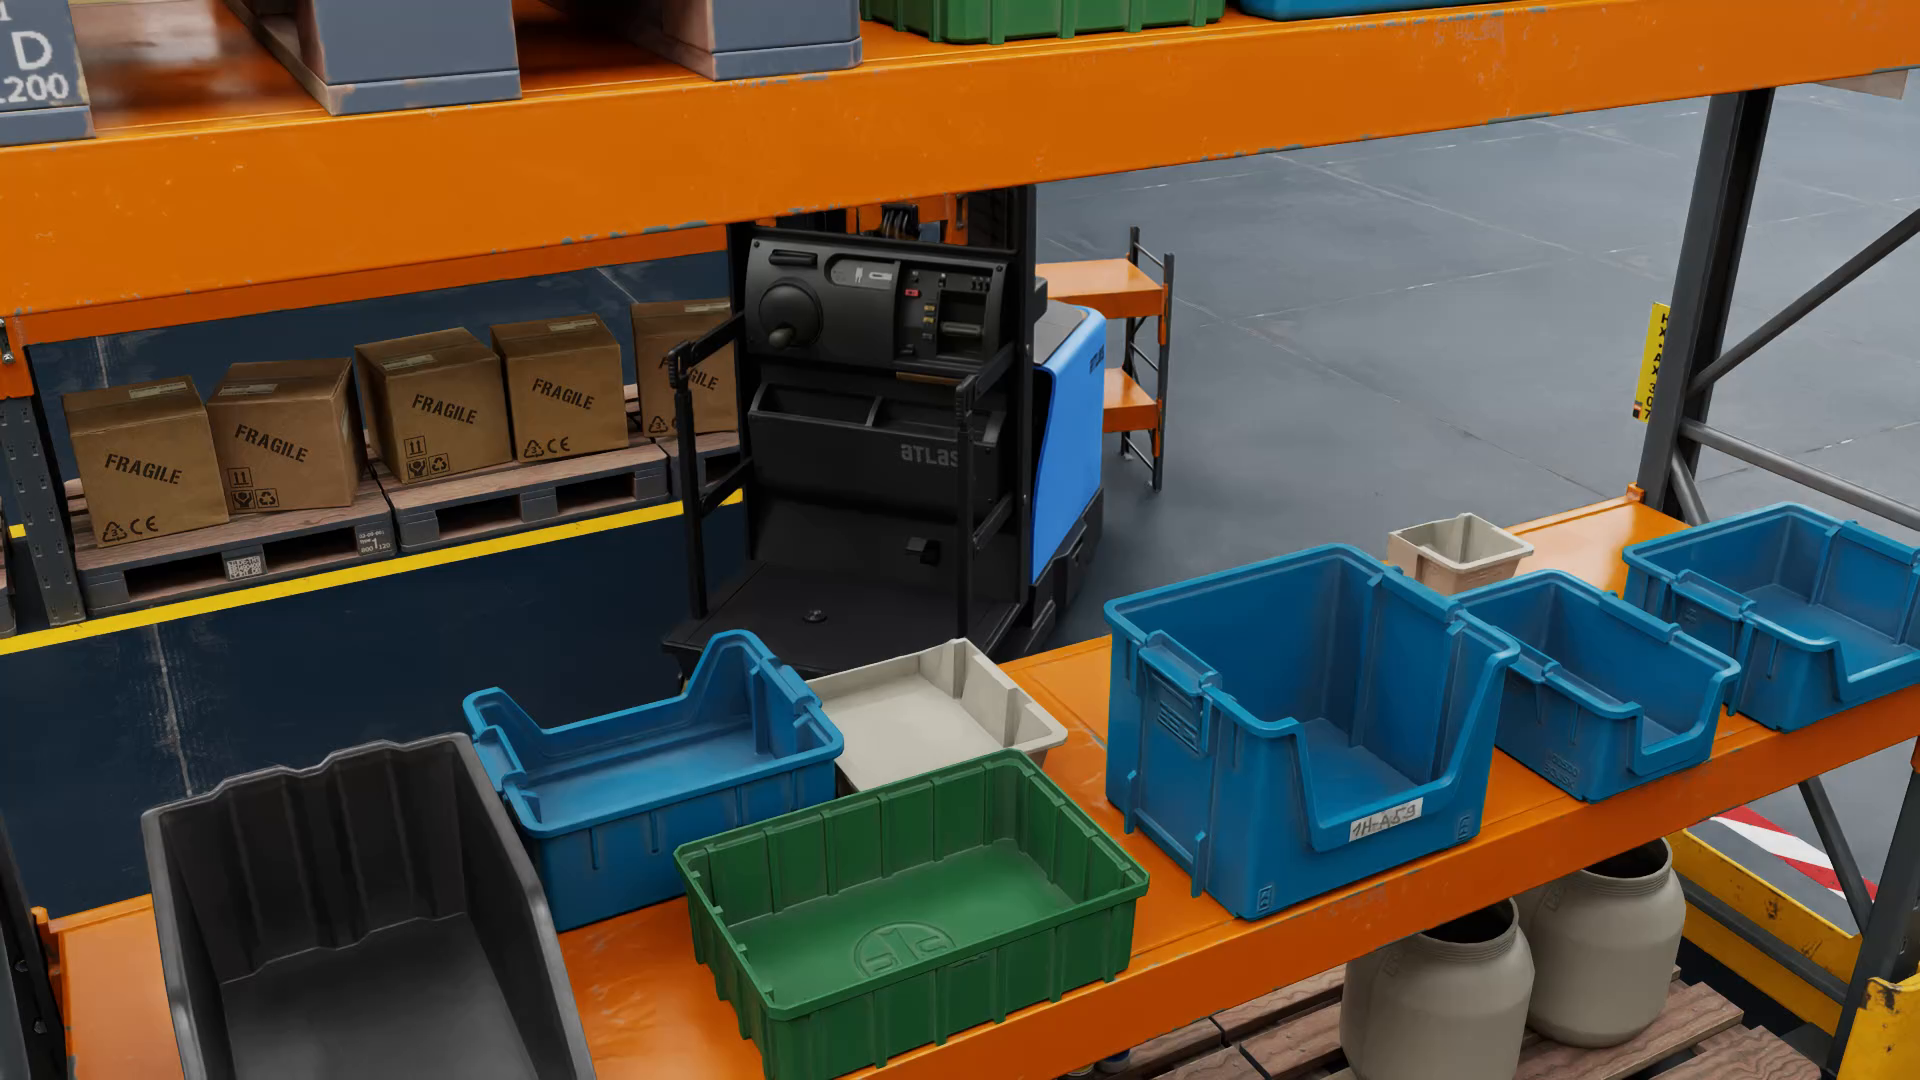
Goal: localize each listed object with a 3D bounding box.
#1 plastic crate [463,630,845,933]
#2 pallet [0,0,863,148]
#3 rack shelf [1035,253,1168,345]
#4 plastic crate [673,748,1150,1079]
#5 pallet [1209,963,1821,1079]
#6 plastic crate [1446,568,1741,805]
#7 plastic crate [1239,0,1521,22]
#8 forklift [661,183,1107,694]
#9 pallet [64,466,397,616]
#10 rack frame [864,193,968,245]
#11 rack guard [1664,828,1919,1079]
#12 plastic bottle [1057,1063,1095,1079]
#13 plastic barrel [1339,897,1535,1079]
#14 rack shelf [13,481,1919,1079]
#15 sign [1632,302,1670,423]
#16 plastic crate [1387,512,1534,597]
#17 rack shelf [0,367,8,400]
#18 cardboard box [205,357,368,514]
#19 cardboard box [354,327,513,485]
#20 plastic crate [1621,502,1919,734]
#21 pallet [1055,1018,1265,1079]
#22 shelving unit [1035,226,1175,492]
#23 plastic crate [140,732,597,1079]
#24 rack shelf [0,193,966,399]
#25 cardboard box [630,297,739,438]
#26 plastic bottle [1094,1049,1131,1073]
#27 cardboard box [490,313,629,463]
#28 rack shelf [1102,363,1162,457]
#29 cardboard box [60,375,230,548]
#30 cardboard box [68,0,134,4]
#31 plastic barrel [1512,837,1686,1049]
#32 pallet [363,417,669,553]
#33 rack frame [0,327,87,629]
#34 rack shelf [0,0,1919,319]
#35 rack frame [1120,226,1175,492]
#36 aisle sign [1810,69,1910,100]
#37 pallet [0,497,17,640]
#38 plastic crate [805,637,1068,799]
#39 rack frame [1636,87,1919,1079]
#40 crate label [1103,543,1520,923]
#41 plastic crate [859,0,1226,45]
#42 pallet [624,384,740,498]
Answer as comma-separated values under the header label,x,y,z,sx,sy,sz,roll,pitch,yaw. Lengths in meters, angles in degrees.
label,x,y,z,sx,sy,sz,roll,pitch,yaw
plastic crate,-0.565,0.424,3.074,0.616,0.251,0.499,-13,29,-25
pallet,-0.823,-0.766,2.131,1.003,0.211,1.213,-13,29,-25
rack shelf,0.366,-1.048,7.455,1.000,0.278,0.538,-6,26,-12
plastic crate,-0.083,0.613,2.753,0.662,0.188,0.450,-13,29,-25
pallet,1.352,1.325,4.246,1.213,0.211,1.003,-13,29,-25
plastic crate,1.240,0.284,3.364,0.408,0.251,0.499,-13,29,-25
plastic crate,0.575,-0.971,2.359,0.575,0.384,0.392,-13,29,-25
forklift,-0.363,-0.765,5.456,1.130,2.935,3.031,9,27,17
pallet,-3.168,-0.099,7.212,1.213,0.211,1.003,-13,29,-25
rack frame,-0.215,-2.020,7.993,0.127,3.000,1.000,-13,29,-25
rack guard,2.071,1.031,4.524,0.348,0.500,1.175,-13,29,-25
plastic bottle,0.278,1.206,3.998,0.097,0.201,0.097,0,26,0
plastic barrel,1.129,1.069,3.948,0.421,0.512,0.421,0,26,0
rack shelf,0.351,0.603,3.360,4.000,0.370,1.077,-13,29,-25
sign,1.861,-0.465,4.432,0.005,0.325,0.100,-13,29,-25
plastic crate,1.175,0.049,3.986,0.250,0.136,0.298,-13,29,-25
rack shelf,-5.509,-0.474,5.603,4.000,0.370,1.077,-13,29,-25
cardboard box,-2.870,-0.454,7.133,0.500,0.500,0.500,-4,26,-9
cardboard box,-2.360,-0.610,7.459,0.500,0.500,0.500,-16,30,-30
plastic crate,1.815,0.154,3.635,0.616,0.251,0.499,-13,29,-25
pallet,0.277,1.572,3.732,1.213,0.211,1.003,-13,29,-25
shelving unit,0.366,-0.784,7.581,1.048,1.125,0.538,-6,26,-12
plastic crate,-0.892,0.656,2.490,0.504,0.338,0.767,-13,29,-25
rack shelf,-1.979,-1.289,7.300,4.000,0.370,1.077,-13,29,-25
cardboard box,-1.285,-0.827,7.910,0.500,0.500,0.500,-6,26,-12
plastic bottle,0.370,1.153,4.027,0.097,0.271,0.097,0,26,0
cardboard box,-1.846,-0.707,7.660,0.500,0.500,0.500,-10,27,-20
rack shelf,0.367,-0.563,7.687,1.000,0.278,0.538,-6,26,-12
cardboard box,-3.372,-0.334,6.884,0.500,0.500,0.500,-14,29,-27
cardboard box,-3.227,-1.830,5.982,0.500,0.500,0.500,-13,29,-25
plastic barrel,1.571,0.967,4.160,0.421,0.512,0.421,0,26,0
pallet,-2.090,-0.349,7.733,1.213,0.211,1.003,-13,29,-25
rack frame,-3.744,-1.206,6.296,0.127,3.000,1.000,-13,29,-25
rack shelf,0.351,-0.749,2.711,4.000,0.370,1.077,-13,29,-25
rack frame,0.860,-0.836,7.691,0.032,1.125,0.500,-6,26,-12
aisle sign,2.042,-1.427,3.754,0.004,0.787,0.394,-13,29,-25
pallet,-4.430,0.210,6.568,1.213,0.211,1.003,-13,29,-25
plastic crate,-0.100,0.377,3.303,0.437,0.136,0.530,-13,29,-25
rack frame,2.116,-0.129,4.053,0.127,3.000,1.000,-13,29,-25
crate label,0.619,0.333,3.049,0.616,0.435,0.502,-13,29,-25
plastic crate,0.107,-0.788,2.205,0.450,0.188,0.336,-13,29,-25
pallet,-1.015,-0.596,8.247,1.213,0.211,1.003,-13,29,-25
